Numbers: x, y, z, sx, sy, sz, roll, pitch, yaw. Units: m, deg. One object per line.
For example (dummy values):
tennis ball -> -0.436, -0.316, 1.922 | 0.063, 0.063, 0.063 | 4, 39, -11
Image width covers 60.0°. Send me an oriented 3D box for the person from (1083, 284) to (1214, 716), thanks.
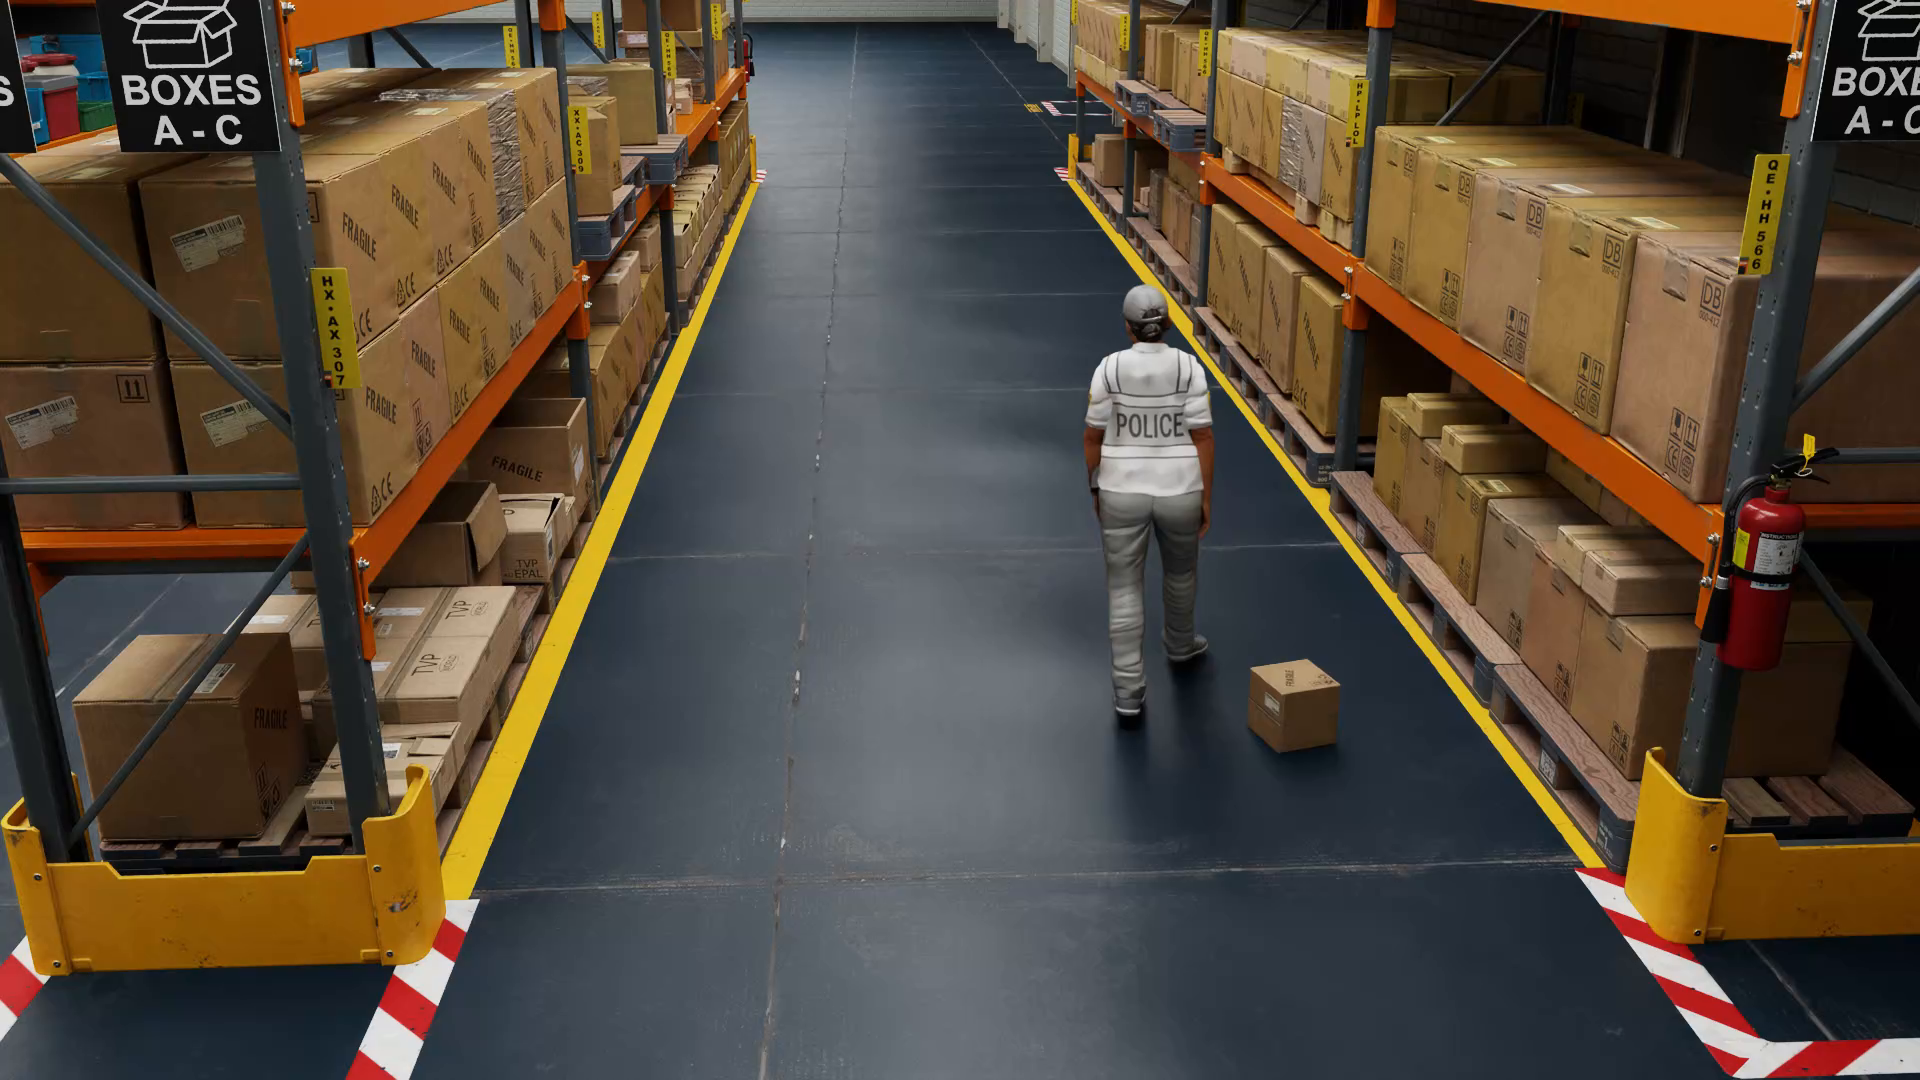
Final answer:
person -> 0.767, -0.181, 6.541 | 0.572, 1.639, 0.822 | 1, 21, 1
